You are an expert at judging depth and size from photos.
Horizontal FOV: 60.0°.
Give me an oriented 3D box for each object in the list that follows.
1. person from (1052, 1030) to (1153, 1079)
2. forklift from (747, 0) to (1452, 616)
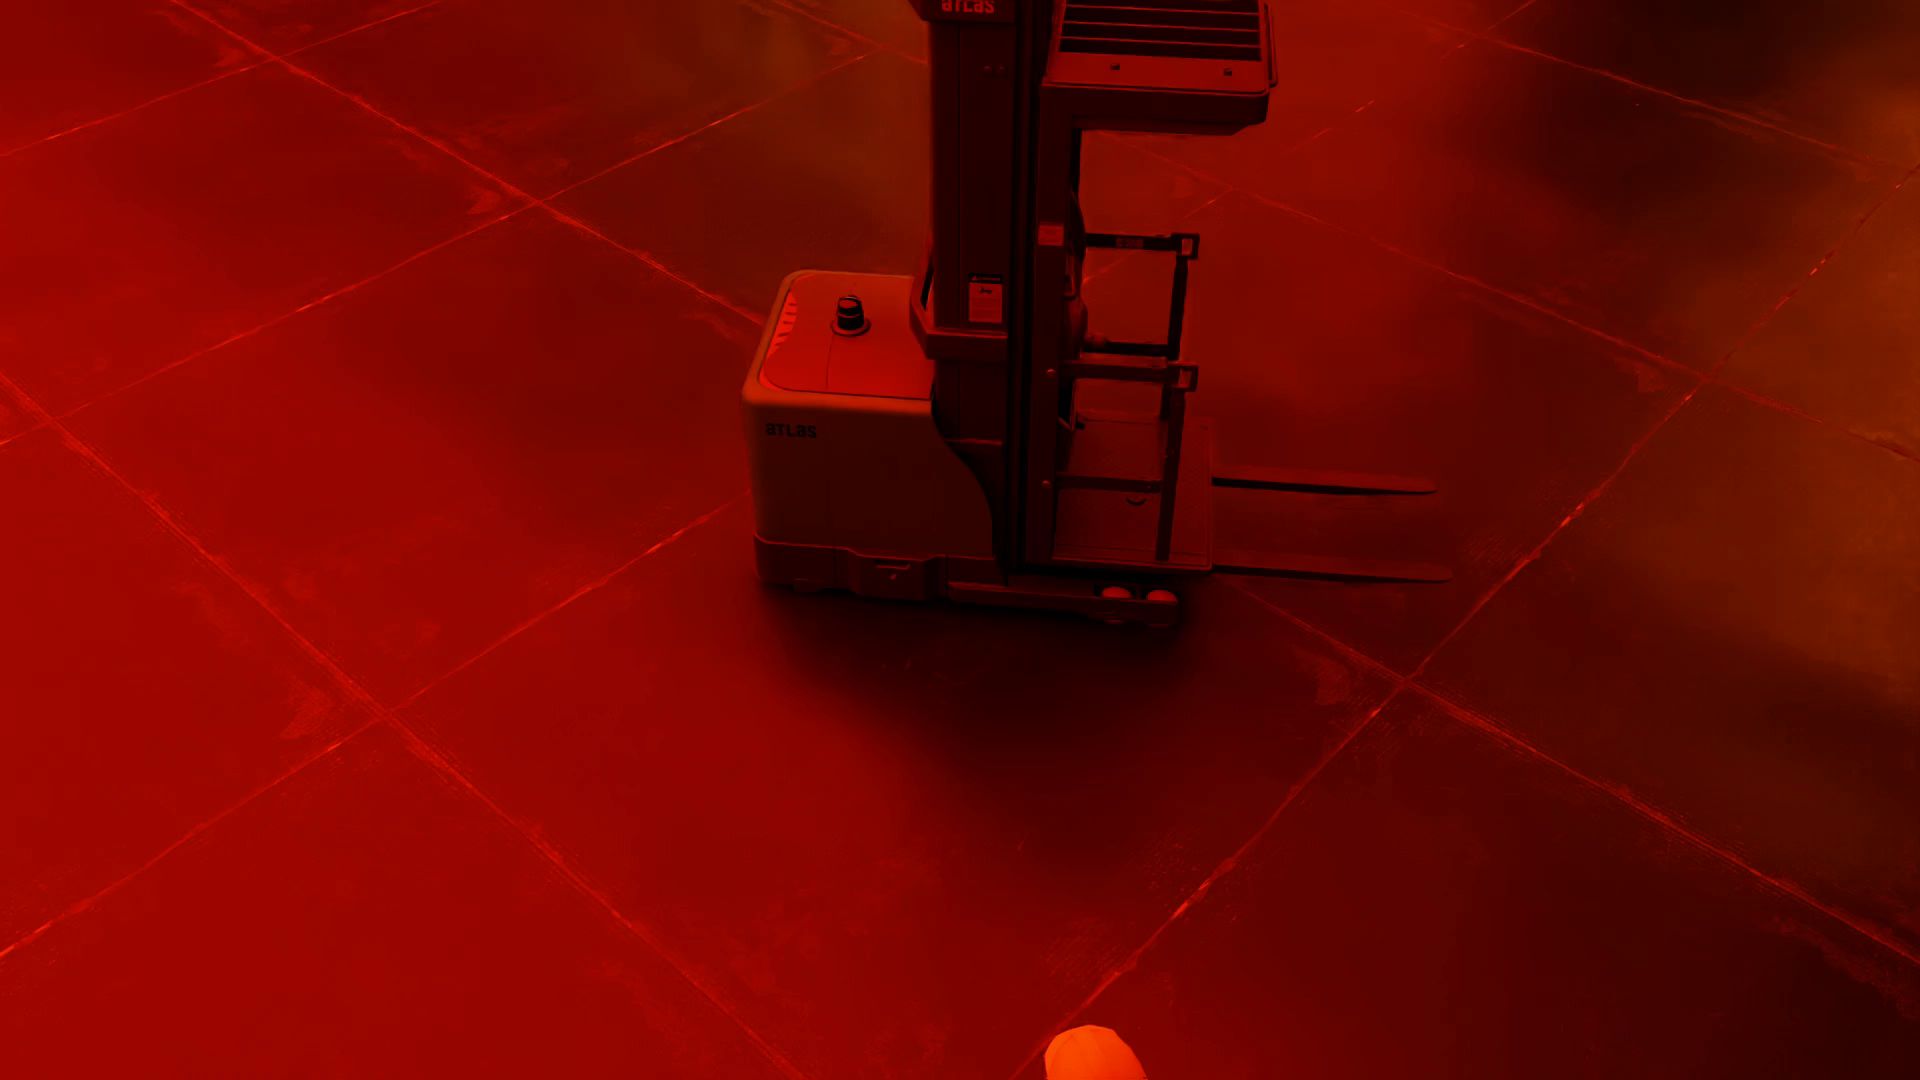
[{"bbox_3d":[0.336,1.849,4.196,0.850,1.743,0.457,5,41,5],"label":"person"},{"bbox_3d":[0.649,-1.134,6.751,3.031,2.935,1.130,1,41,1],"label":"forklift"}]
